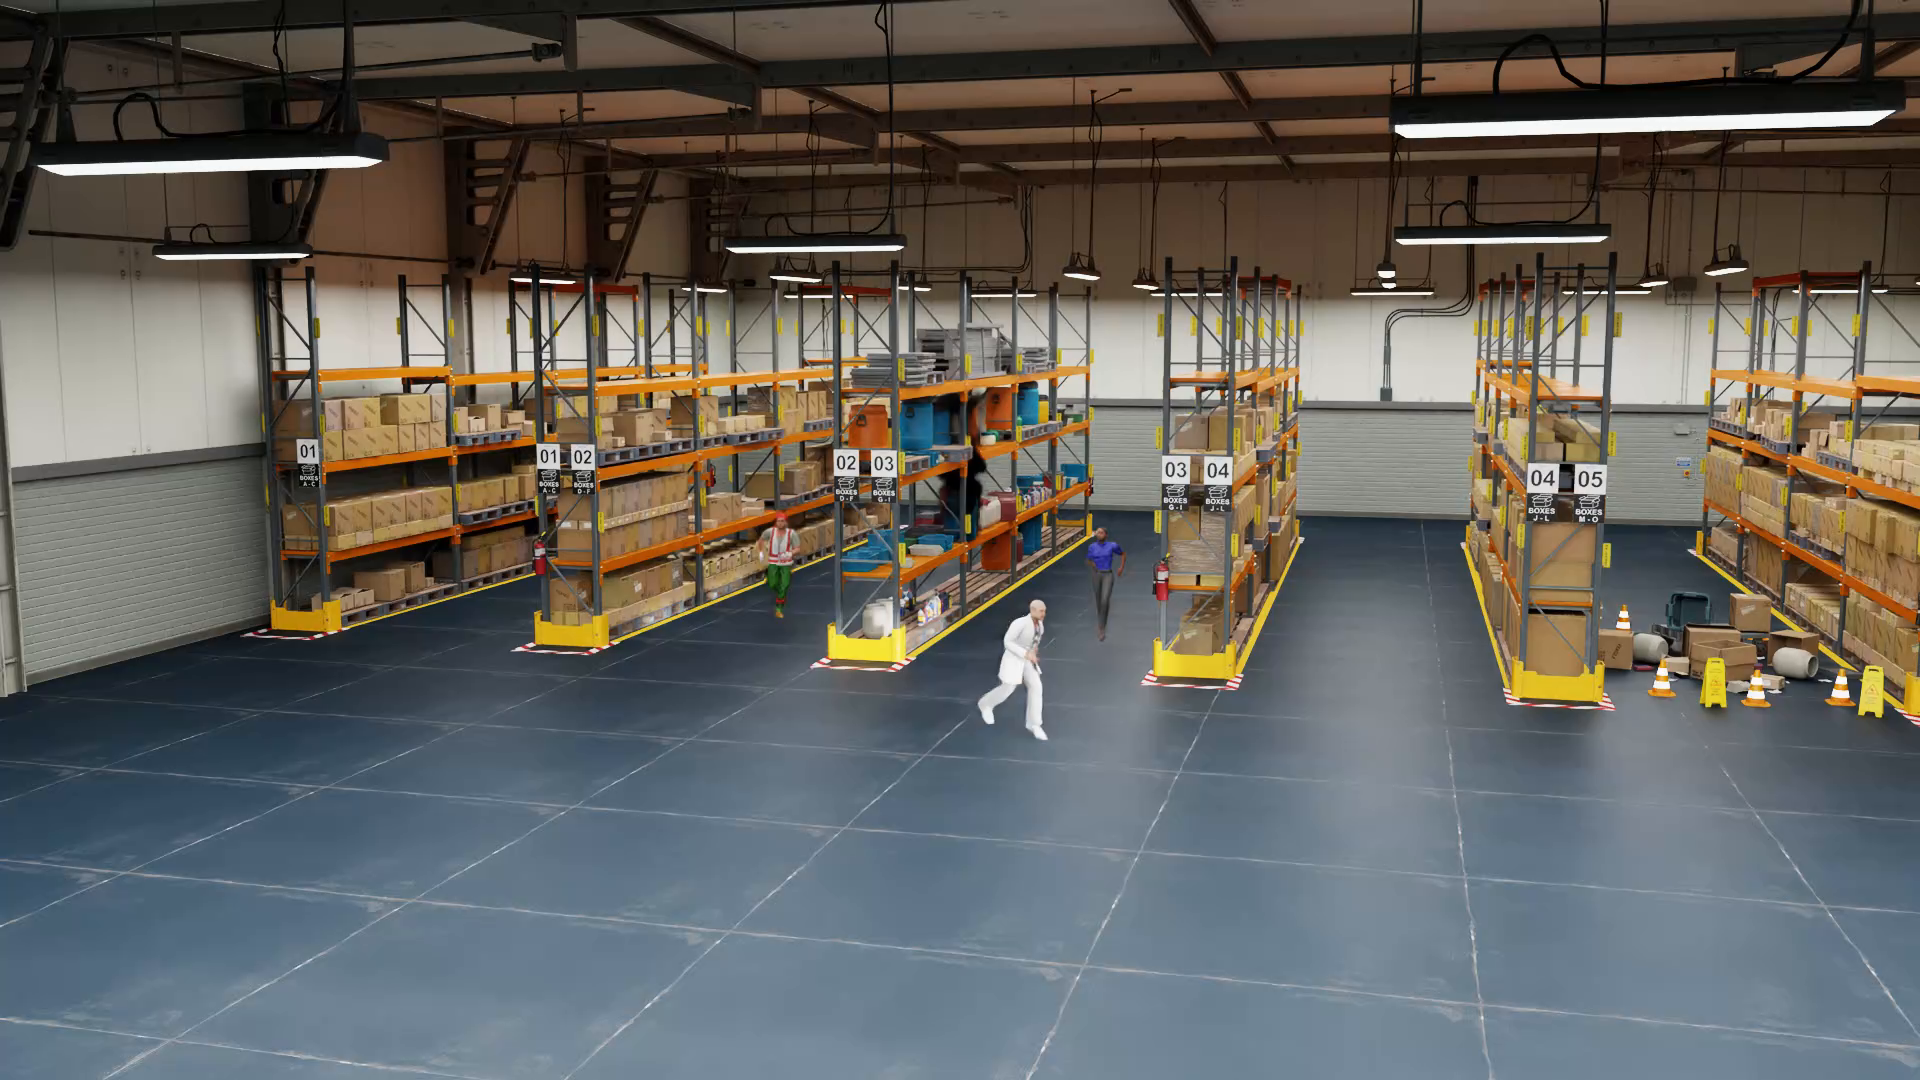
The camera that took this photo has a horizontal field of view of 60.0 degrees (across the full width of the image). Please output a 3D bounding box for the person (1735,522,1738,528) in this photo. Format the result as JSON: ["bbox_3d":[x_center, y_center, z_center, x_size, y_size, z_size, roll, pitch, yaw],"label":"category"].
[{"bbox_3d":[17.848,-0.609,37.509,0.635,1.732,0.777,7,10,43],"label":"person"}]

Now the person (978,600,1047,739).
[{"bbox_3d":[0.665,1.564,20.692,1.098,1.739,0.752,5,9,37],"label":"person"}]

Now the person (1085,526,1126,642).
[{"bbox_3d":[2.233,0.657,25.873,0.583,1.748,0.737,3,8,21],"label":"person"}]

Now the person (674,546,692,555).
[{"bbox_3d":[-5.812,-0.264,34.755,0.658,1.800,0.786,2,7,14],"label":"person"}]

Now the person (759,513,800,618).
[{"bbox_3d":[-2.960,0.420,27.155,0.710,1.747,0.664,0,7,2],"label":"person"}]
